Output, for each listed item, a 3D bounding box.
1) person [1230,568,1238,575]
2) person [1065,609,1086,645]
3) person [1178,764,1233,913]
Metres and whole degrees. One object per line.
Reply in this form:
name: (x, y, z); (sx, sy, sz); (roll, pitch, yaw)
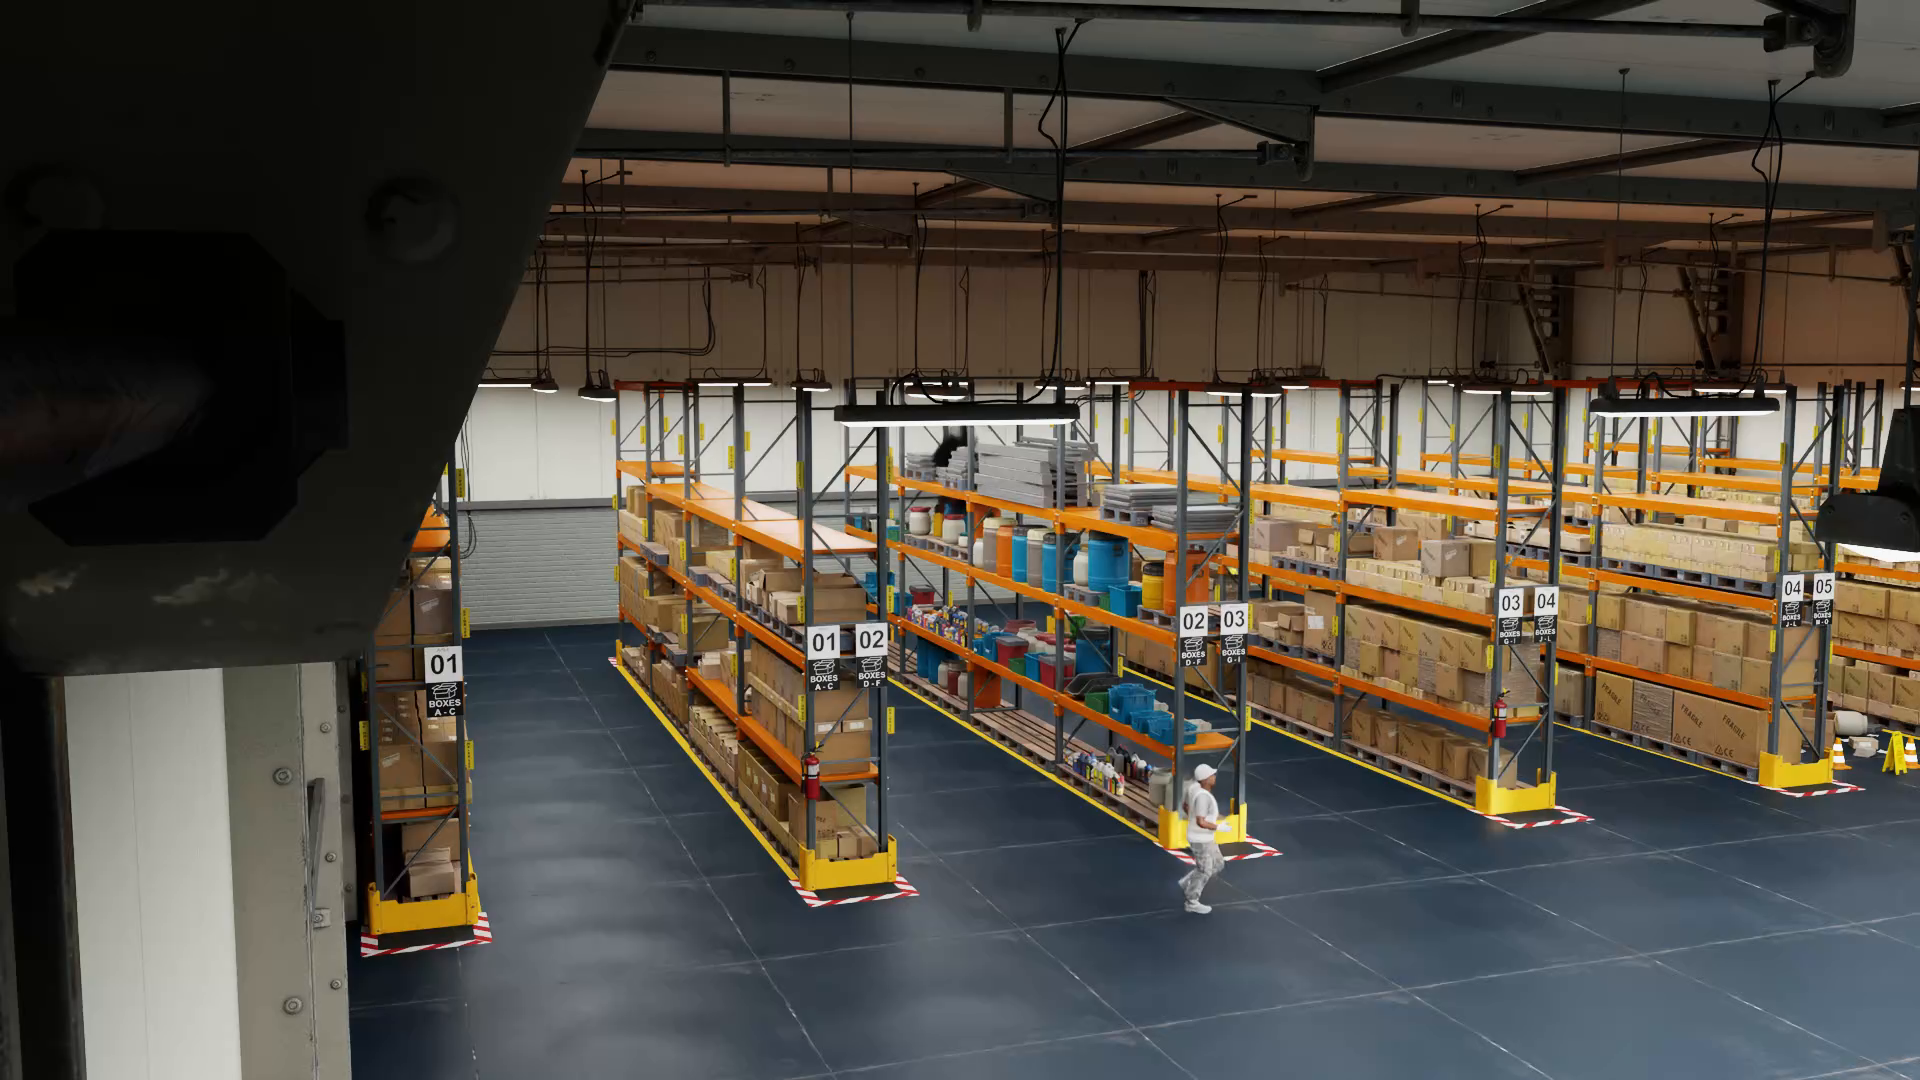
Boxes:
person: (6.102, 1.463, 38.307); (0.734, 1.713, 1.046); (-4, 7, -31)
person: (2.411, 1.569, 34.112); (0.644, 1.749, 0.582); (-2, 6, -17)
person: (2.830, 3.441, 19.157); (0.611, 1.745, 0.660); (1, 6, 6)
